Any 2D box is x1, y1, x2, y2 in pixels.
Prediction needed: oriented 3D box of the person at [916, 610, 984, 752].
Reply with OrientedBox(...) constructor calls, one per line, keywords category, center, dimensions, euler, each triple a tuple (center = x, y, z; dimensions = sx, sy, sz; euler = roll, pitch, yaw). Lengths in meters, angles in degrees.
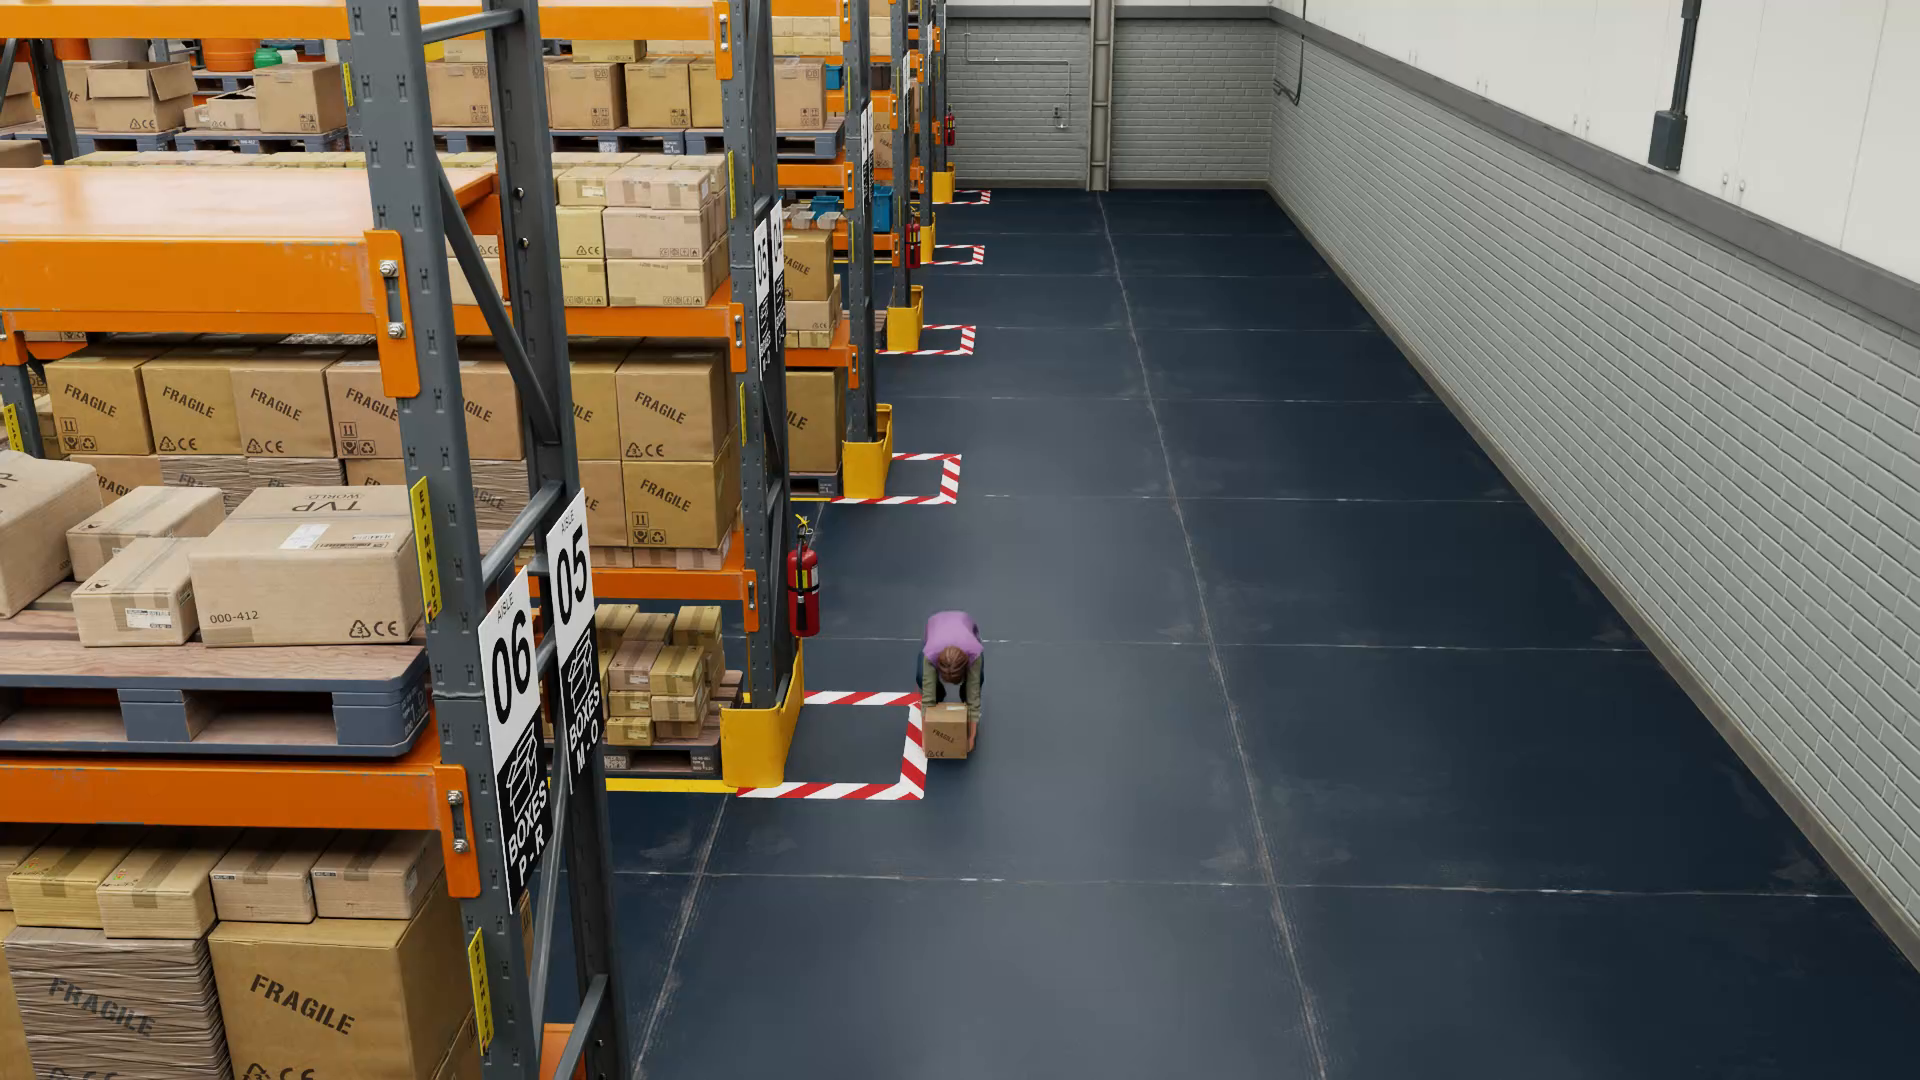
OrientedBox(category="person", center=(-0.059, 0.841, 10.213), dimensions=(0.419, 0.711, 0.868), euler=(1, 21, 4))
